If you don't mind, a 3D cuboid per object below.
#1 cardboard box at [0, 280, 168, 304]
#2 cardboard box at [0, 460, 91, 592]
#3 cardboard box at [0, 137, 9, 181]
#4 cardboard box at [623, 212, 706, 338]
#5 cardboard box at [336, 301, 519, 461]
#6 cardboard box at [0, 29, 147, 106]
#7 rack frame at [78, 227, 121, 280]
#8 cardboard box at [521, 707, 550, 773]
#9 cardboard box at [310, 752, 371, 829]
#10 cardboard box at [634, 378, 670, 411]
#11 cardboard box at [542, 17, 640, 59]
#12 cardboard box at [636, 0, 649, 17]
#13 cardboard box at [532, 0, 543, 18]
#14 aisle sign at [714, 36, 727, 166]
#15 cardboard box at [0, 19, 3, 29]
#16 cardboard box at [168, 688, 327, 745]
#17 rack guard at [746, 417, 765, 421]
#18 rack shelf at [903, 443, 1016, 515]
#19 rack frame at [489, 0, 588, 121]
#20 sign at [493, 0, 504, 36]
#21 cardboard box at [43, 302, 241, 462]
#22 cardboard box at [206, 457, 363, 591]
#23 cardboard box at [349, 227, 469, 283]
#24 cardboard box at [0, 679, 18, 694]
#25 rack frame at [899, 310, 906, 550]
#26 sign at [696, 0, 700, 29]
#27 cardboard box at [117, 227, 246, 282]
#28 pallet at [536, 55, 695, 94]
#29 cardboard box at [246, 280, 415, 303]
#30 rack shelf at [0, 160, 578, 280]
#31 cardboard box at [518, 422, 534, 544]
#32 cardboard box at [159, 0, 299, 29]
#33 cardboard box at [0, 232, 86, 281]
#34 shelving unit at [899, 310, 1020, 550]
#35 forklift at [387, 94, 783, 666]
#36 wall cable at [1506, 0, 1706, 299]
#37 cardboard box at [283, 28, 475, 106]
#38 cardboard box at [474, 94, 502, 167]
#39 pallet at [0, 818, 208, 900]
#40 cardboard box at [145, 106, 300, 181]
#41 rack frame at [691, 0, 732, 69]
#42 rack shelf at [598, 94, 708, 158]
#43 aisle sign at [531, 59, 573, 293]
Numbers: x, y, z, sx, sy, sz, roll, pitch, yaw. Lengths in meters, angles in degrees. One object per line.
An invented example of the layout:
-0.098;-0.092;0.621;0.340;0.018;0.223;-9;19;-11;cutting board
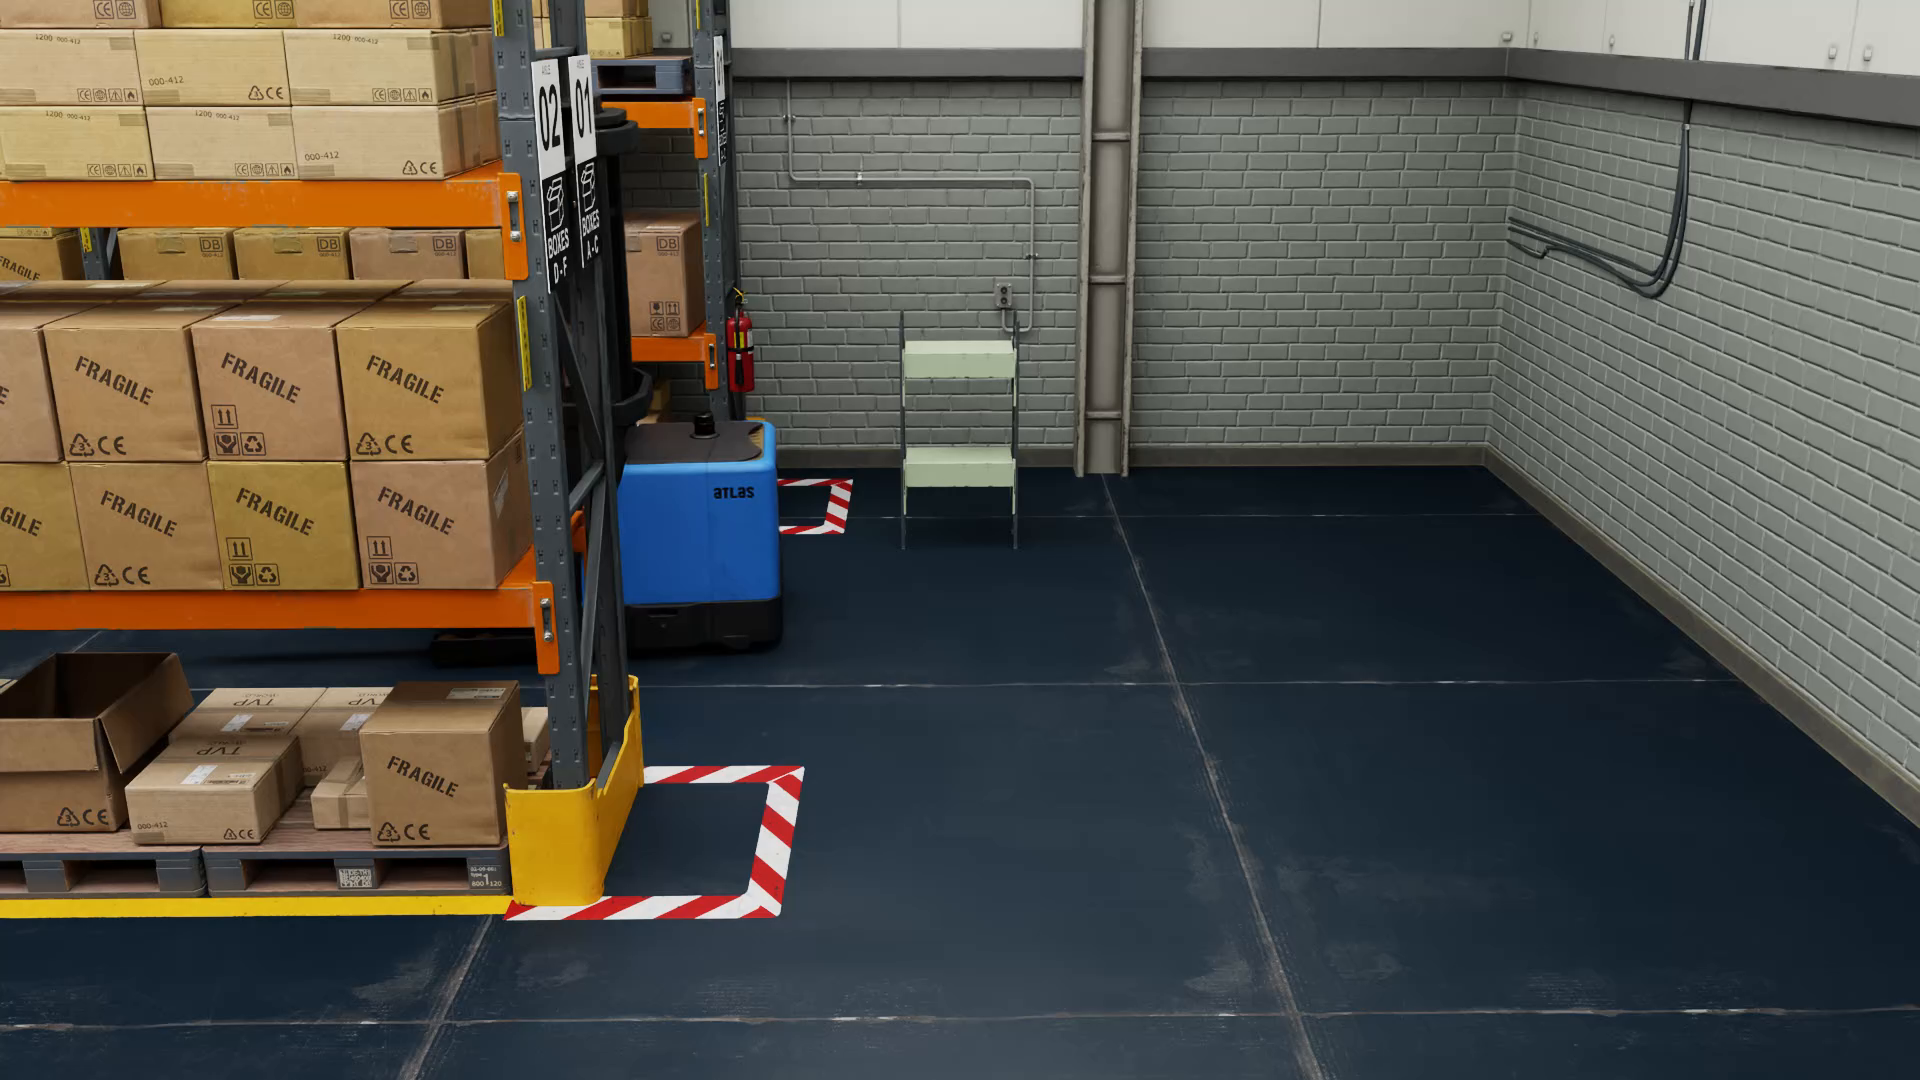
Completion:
-3.510;-0.758;6.700;0.500;0.500;0.500;0;18;-1;cardboard box
-3.497;-0.120;6.348;0.500;0.500;0.500;-1;18;-2;cardboard box
-3.541;-1.435;5.947;0.500;0.250;0.500;0;18;-1;cardboard box
-2.123;-1.815;11.303;0.700;0.700;0.980;1;18;2;cardboard box
-1.972;-0.602;6.213;0.500;0.500;0.500;0;18;-1;cardboard box
-3.041;-1.675;5.876;0.500;0.250;0.500;0;18;-1;cardboard box
-5.613;-1.658;11.306;0.127;3.000;1.000;0;18;-1;rack frame
-1.956;0.881;7.339;0.250;0.149;0.380;0;18;-1;cardboard box
-2.478;1.027;6.852;0.250;0.166;0.380;0;18;-1;cardboard box
-2.190;-1.024;11.671;0.250;0.149;0.380;0;18;0;cardboard box
-2.342;-3.197;10.588;0.500;0.250;0.500;0;18;1;cardboard box
-2.347;-3.709;10.956;0.500;0.500;0.500;-1;18;-3;cardboard box
-2.842;-3.553;10.469;0.500;0.500;0.500;0;18;1;cardboard box
-1.537;-2.824;10.684;0.004;0.787;0.394;0;18;-1;aisle sign
-3.546;-2.124;6.045;0.500;0.500;0.700;0;18;-1;cardboard box
-3.080;0.856;7.249;0.500;0.250;0.500;0;18;-1;cardboard box
-1.590;-0.487;11.748;0.348;0.500;1.175;0;18;-1;rack guard
-0.007;-0.404;10.918;0.720;0.370;0.431;0;18;-1;rack shelf
-1.532;-3.021;5.733;0.127;3.000;1.000;0;18;-1;rack frame
-1.543;-1.845;5.528;0.005;0.325;0.100;0;18;-1;sign
-2.996;-0.595;6.193;0.500;0.500;0.500;0;18;1;cardboard box
-2.494;-0.123;6.358;0.500;0.500;0.500;0;18;0;cardboard box
-3.613;-1.807;11.279;0.700;0.700;0.980;-1;18;-4;cardboard box
-4.216;0.833;7.223;0.500;0.311;0.500;0;18;-1;cardboard box
-0.373;-0.712;10.813;0.023;1.500;0.400;0;18;-1;rack frame
-1.619;-3.324;10.268;0.005;0.325;0.100;0;18;-1;sign
-5.070;-1.799;11.253;0.700;0.700;0.980;0;18;0;cardboard box
-2.355;-3.057;10.900;1.213;0.211;1.003;0;18;-1;pallet
-2.502;-0.762;6.711;0.500;0.500;0.500;0;18;0;cardboard box
-3.531;-1.241;6.271;4.000;0.370;1.077;0;18;-1;rack shelf
-1.980;-0.291;6.879;0.500;0.500;0.500;0;18;0;cardboard box
-2.546;-2.133;6.073;0.500;0.500;0.700;0;18;-1;cardboard box
-6.071;-1.778;10.995;0.500;0.500;0.500;-1;18;-2;cardboard box
-0.007;-0.714;10.818;0.755;1.500;0.431;0;18;-1;shelving unit
-2.528;-0.888;9.016;3.031;2.935;1.130;-2;18;-6;forklift
4.047;-2.974;10.669;0.112;2.526;3.097;0;18;-1;wall cable
-2.041;-1.679;5.888;0.500;0.250;0.500;0;18;-1;cardboard box
-2.049;-1.597;6.449;0.500;0.250;0.500;0;18;-1;cardboard box
-3.622;1.173;7.046;1.213;0.211;1.003;0;18;-1;pallet
-2.541;-1.439;5.959;0.500;0.250;0.500;0;18;-1;cardboard box
-1.614;-4.534;10.450;0.127;3.000;1.000;0;18;-1;rack frame
-3.613;-2.754;10.988;4.000;0.370;1.077;0;18;-1;rack shelf
-1.459;-1.309;5.962;0.004;0.787;0.394;0;18;-1;aisle sign
